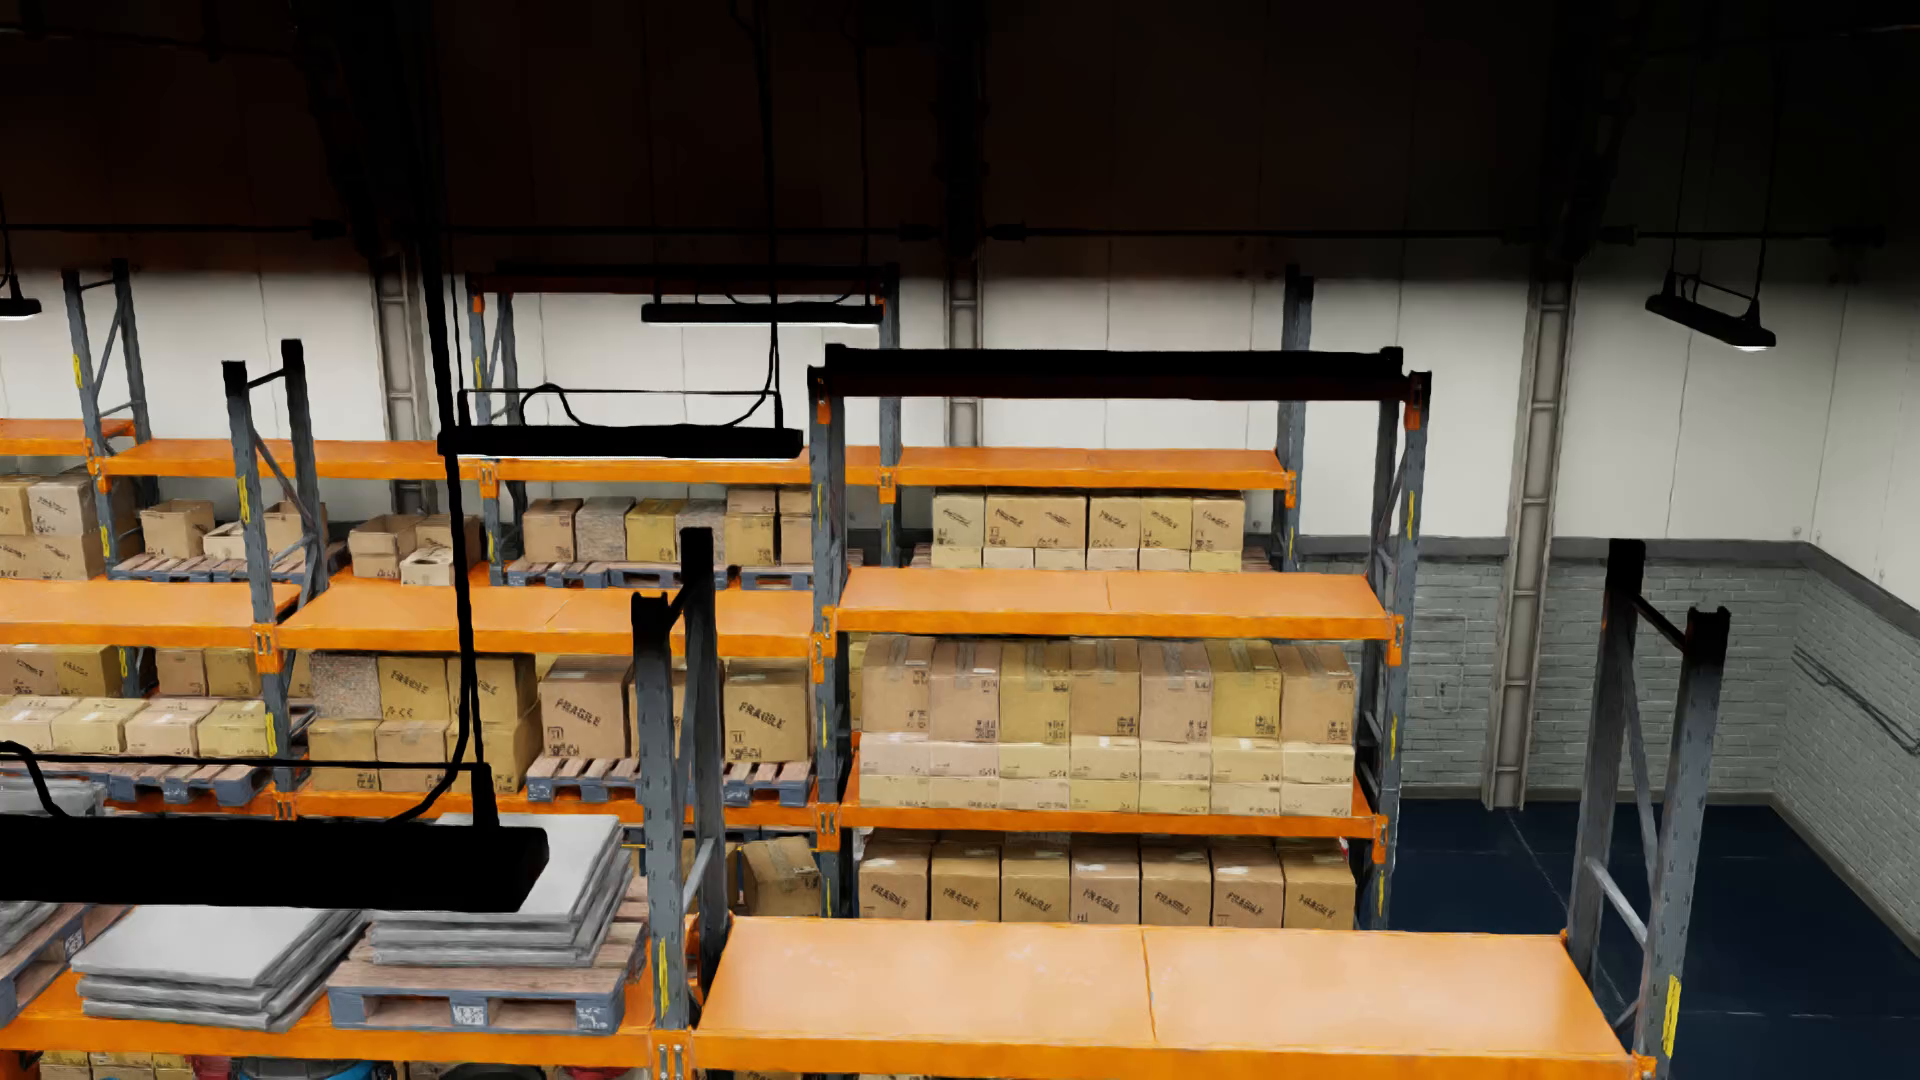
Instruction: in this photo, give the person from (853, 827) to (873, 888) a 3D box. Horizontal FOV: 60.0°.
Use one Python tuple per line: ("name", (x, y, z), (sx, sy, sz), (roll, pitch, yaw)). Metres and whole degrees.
("person", (-0.935, 2.894, 15.576), (1.121, 1.691, 0.577), (1, 16, 5))
